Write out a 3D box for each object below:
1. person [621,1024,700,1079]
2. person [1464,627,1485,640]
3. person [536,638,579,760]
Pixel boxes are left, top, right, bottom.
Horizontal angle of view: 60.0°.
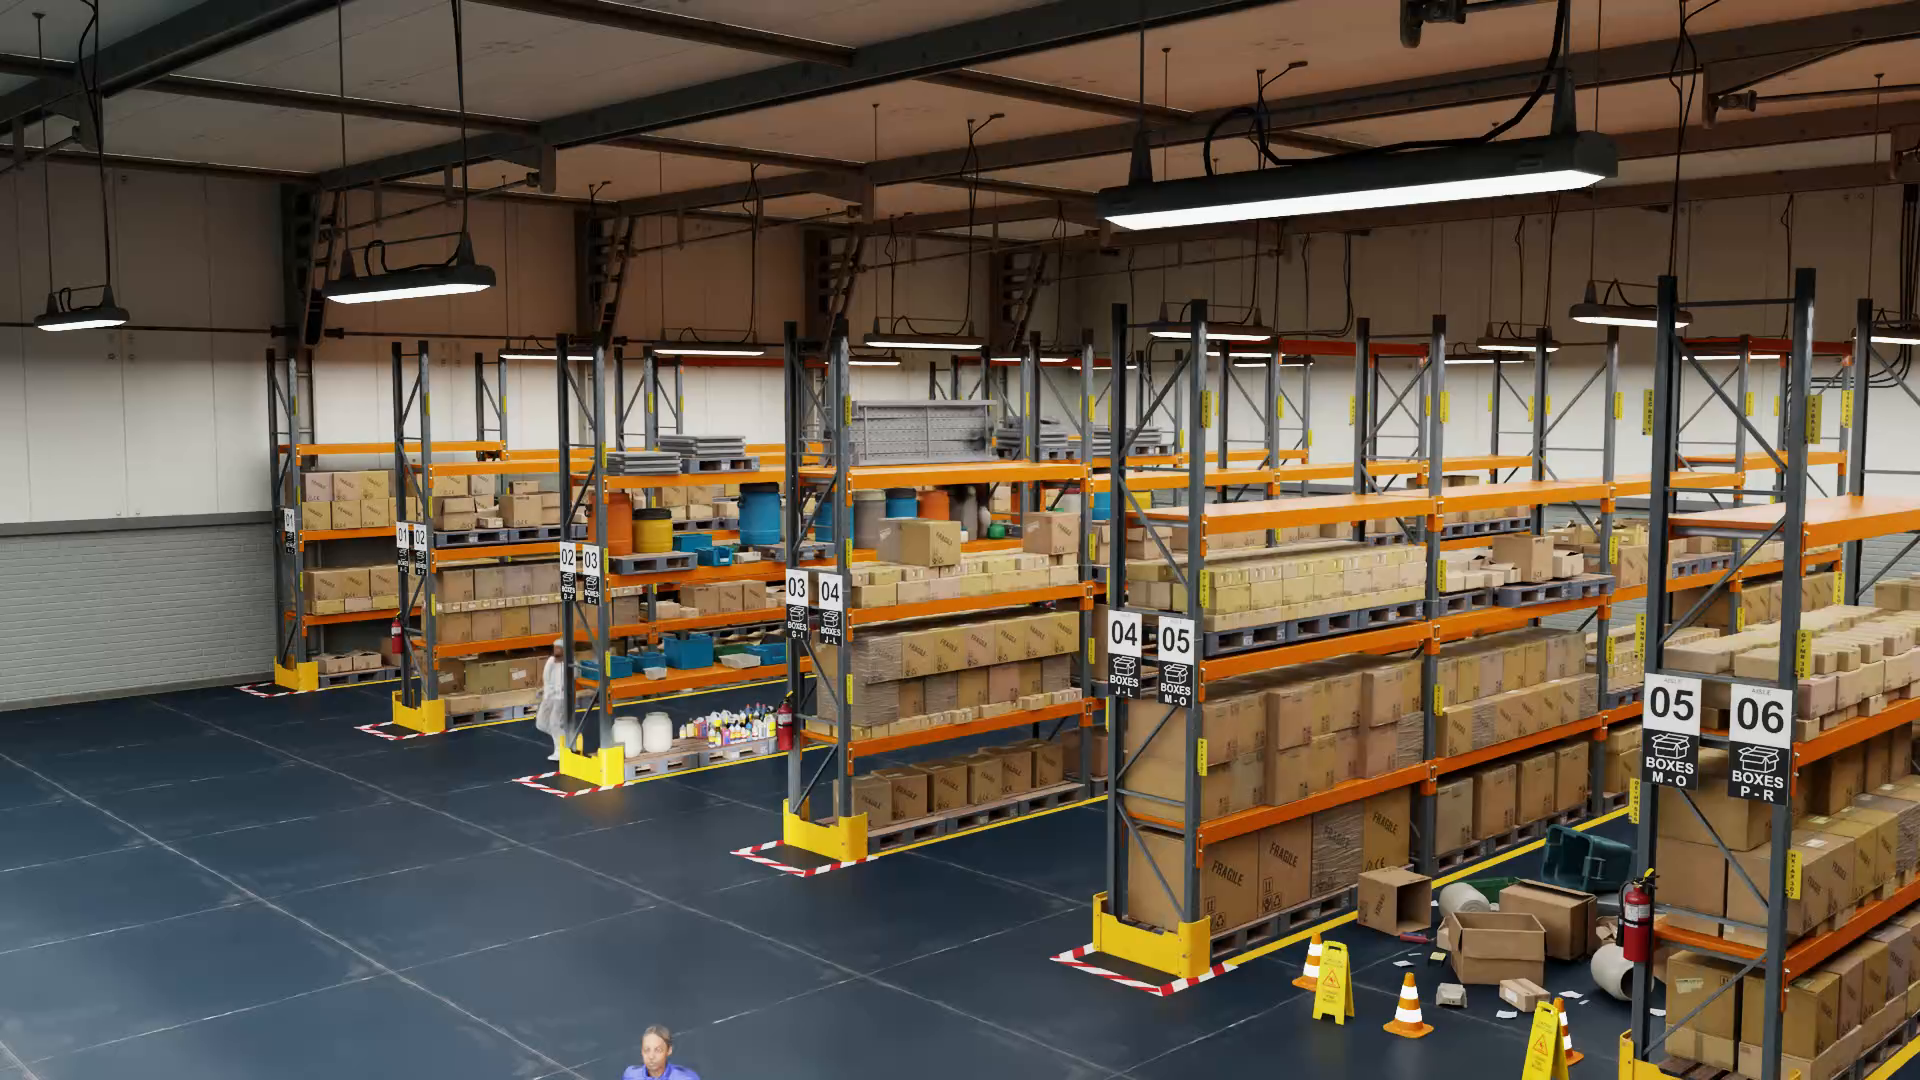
[{"bbox_3d":[-1.656,3.535,9.348,0.570,1.708,0.762,0,5,-3],"label":"person"},{"bbox_3d":[7.921,2.085,25.531,0.636,1.738,0.583,4,6,38],"label":"person"},{"bbox_3d":[-5.738,2.254,23.601,0.675,1.723,0.560,3,6,31],"label":"person"}]
